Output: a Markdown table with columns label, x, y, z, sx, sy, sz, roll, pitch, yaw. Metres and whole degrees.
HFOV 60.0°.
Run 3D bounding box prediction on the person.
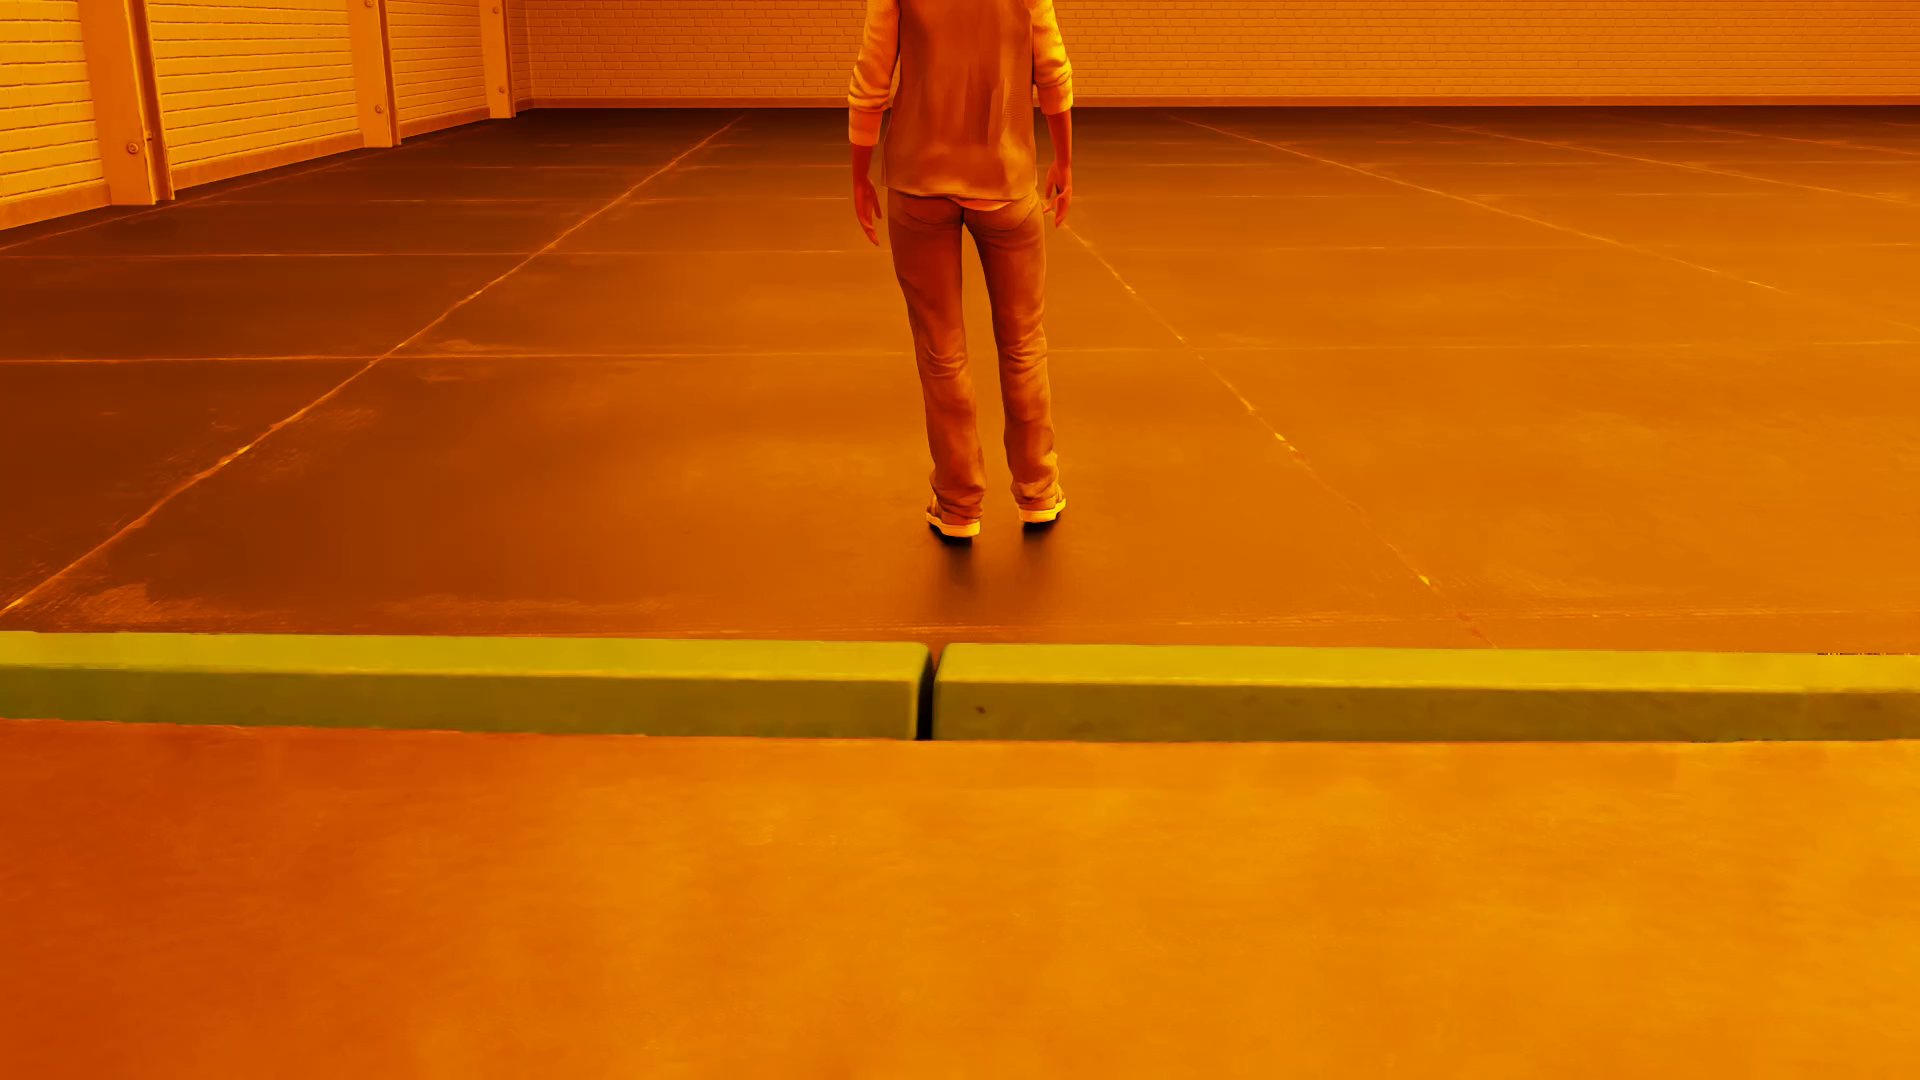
| label | x | y | z | sx | sy | sz | roll | pitch | yaw |
| --- | --- | --- | --- | --- | --- | --- | --- | --- | --- |
| person | 0.011 | -0.792 | 3.753 | 0.520 | 1.597 | 0.475 | -1 | 17 | -3 |
